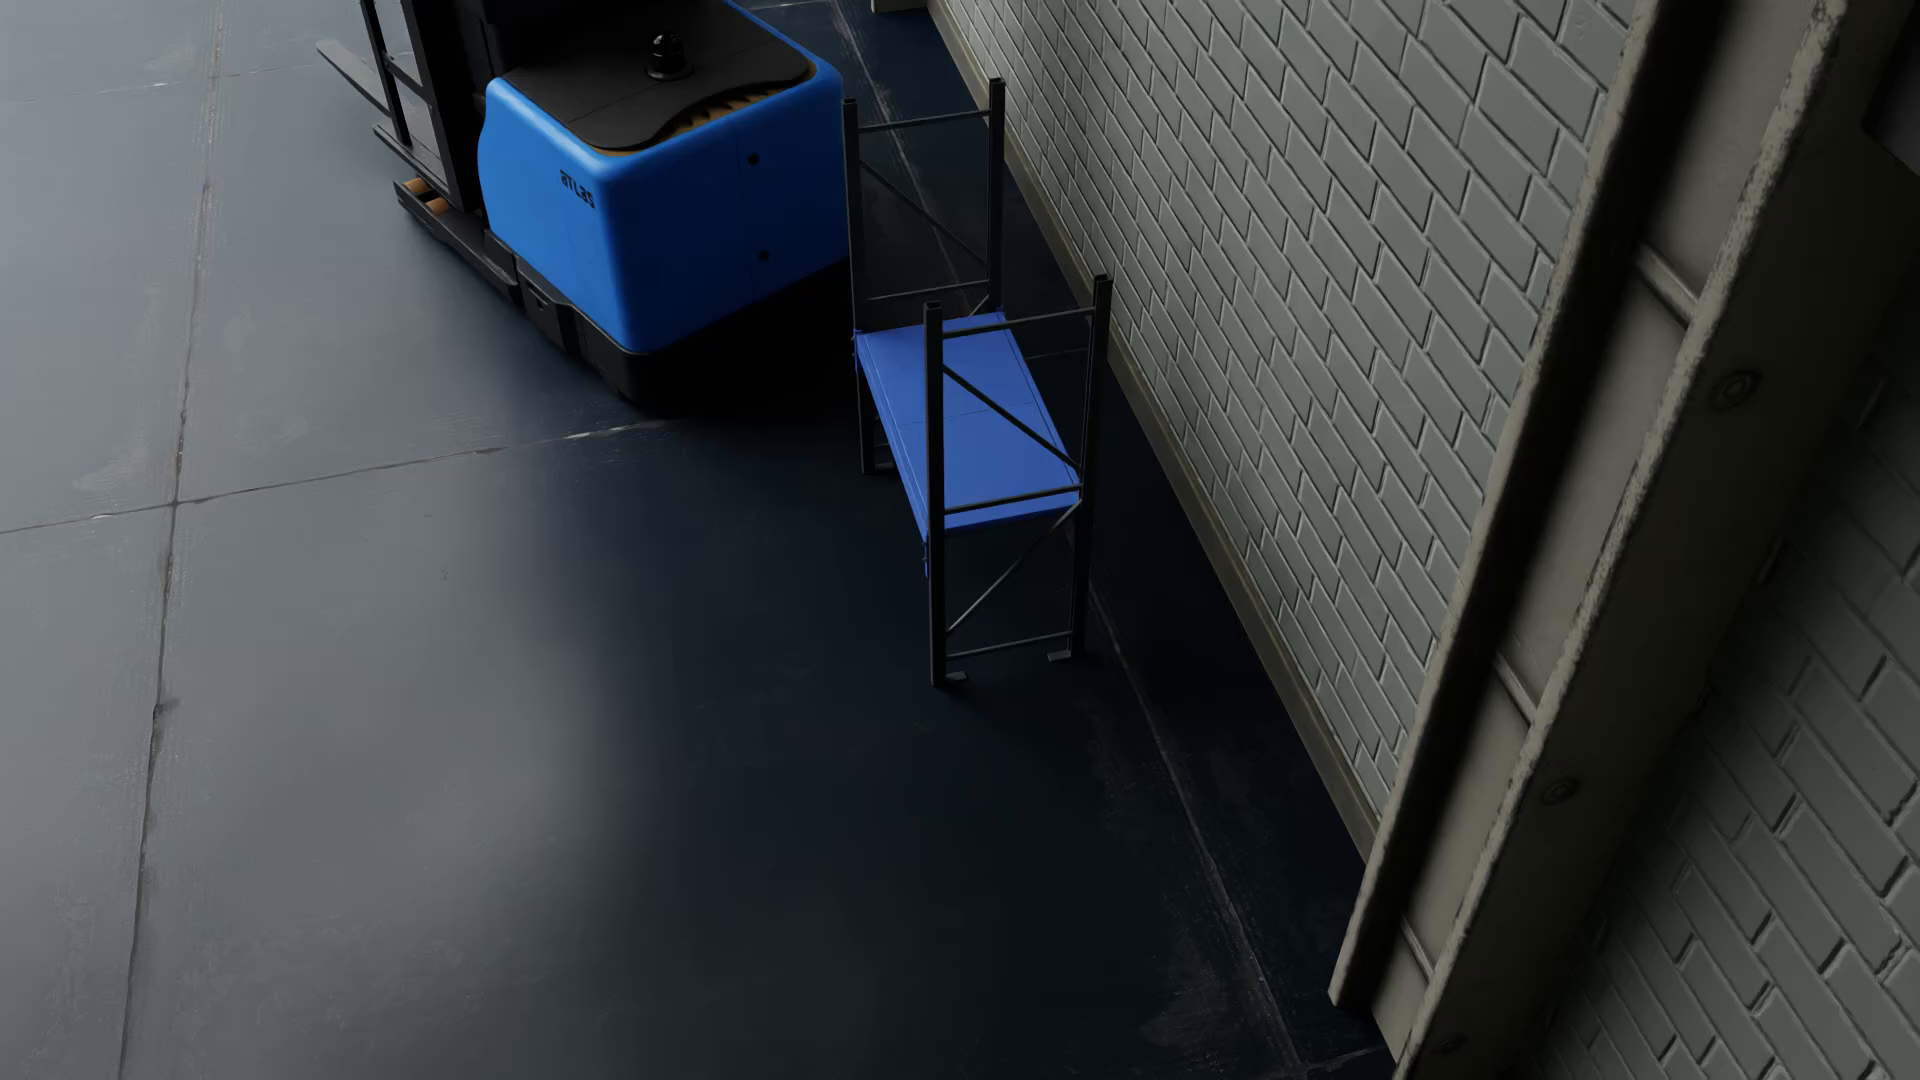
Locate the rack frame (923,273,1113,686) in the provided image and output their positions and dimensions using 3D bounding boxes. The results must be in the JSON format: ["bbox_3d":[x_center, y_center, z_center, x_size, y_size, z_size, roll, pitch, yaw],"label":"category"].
[{"bbox_3d":[0.152,-0.115,4.813,0.500,1.500,0.032,-11,47,-10],"label":"rack frame"}]

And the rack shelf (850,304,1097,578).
[{"bbox_3d":[0.022,-0.340,5.285,0.538,0.185,1.000,-11,47,-10],"label":"rack shelf"}]

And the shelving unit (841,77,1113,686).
[{"bbox_3d":[0.022,-0.466,5.157,0.538,1.500,1.048,-11,47,-10],"label":"shelving unit"}]

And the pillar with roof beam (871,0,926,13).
[{"bbox_3d":[-4.495,-5.169,4.515,9.100,9.000,0.400,-11,47,-10],"label":"pillar with roof beam"}]

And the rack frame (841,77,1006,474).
[{"bbox_3d":[-0.108,-0.817,5.501,0.500,1.500,0.032,-11,47,-10],"label":"rack frame"}]

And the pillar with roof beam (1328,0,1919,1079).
[{"bbox_3d":[-2.959,-1.026,0.455,9.100,9.000,0.400,-11,47,-10],"label":"pillar with roof beam"}]

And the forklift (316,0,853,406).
[{"bbox_3d":[-1.742,-2.504,6.152,1.130,2.935,3.031,-32,53,-27],"label":"forklift"}]
